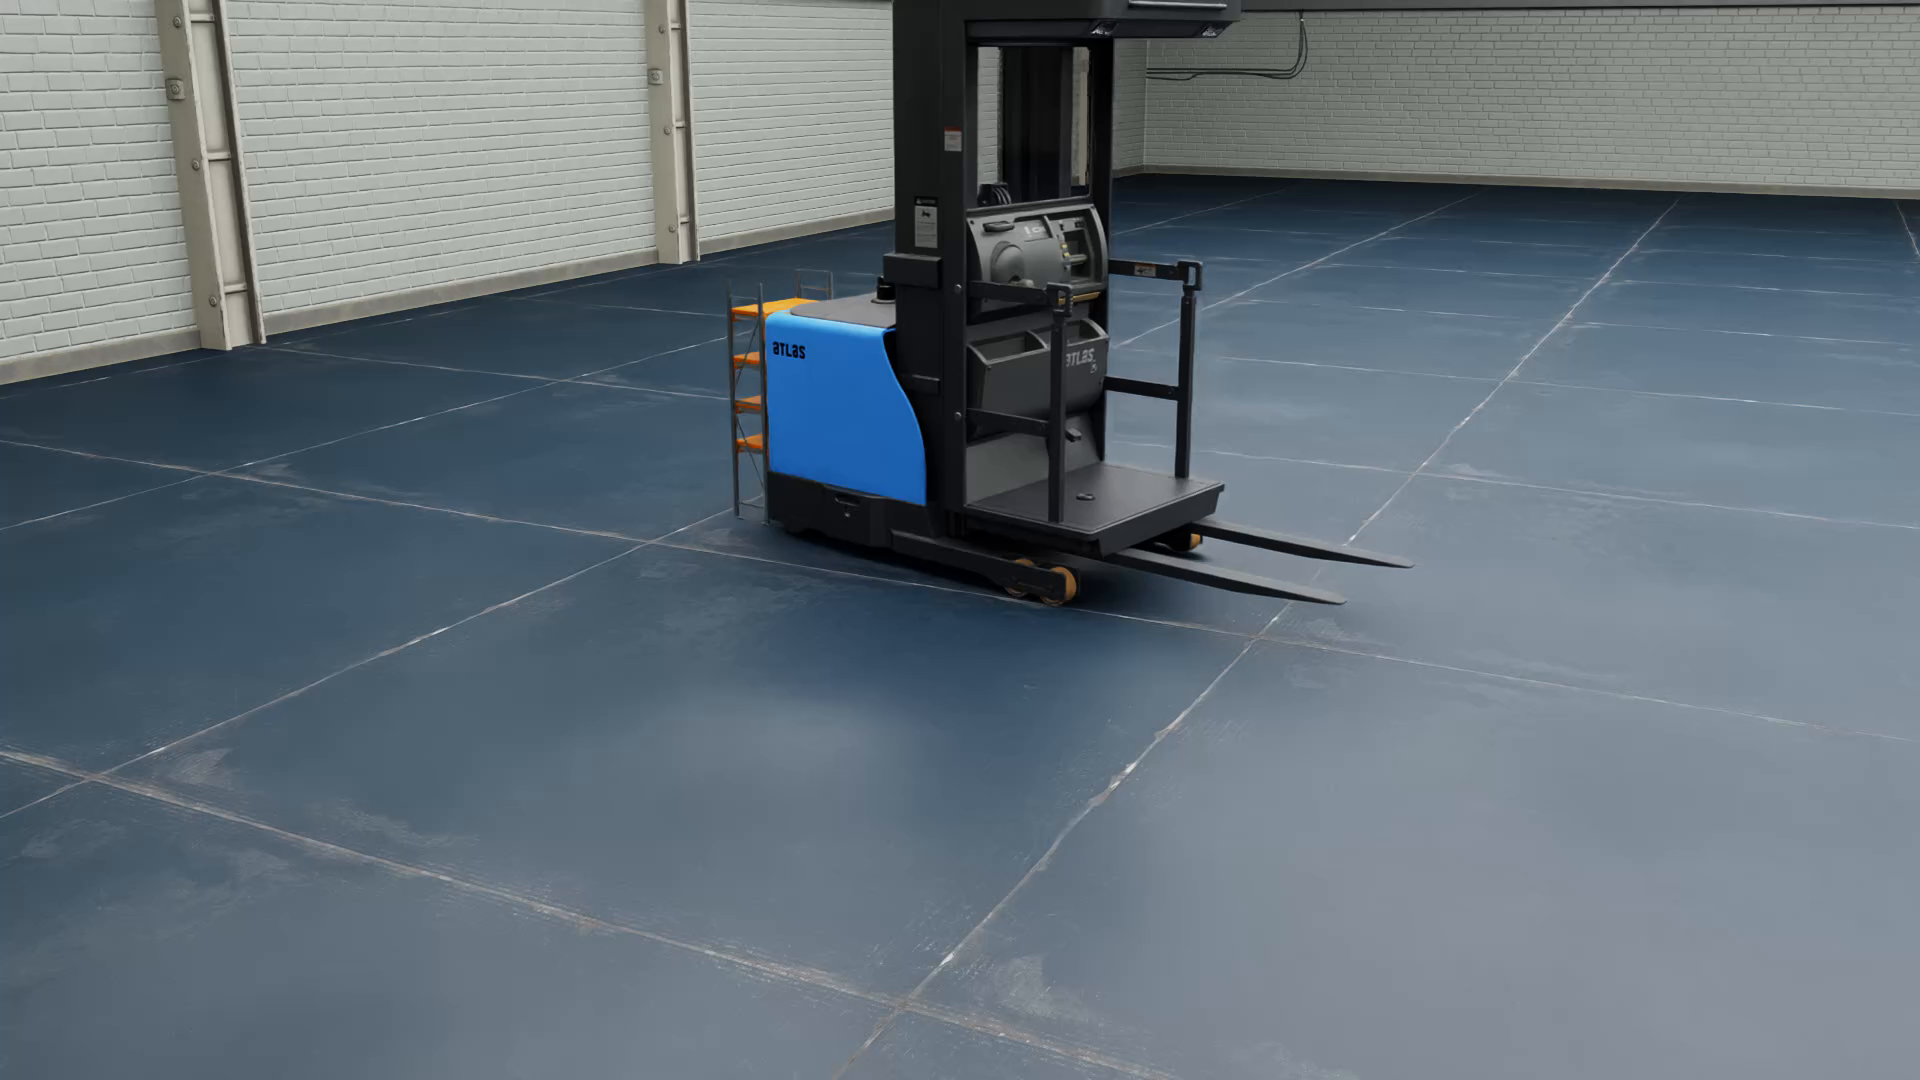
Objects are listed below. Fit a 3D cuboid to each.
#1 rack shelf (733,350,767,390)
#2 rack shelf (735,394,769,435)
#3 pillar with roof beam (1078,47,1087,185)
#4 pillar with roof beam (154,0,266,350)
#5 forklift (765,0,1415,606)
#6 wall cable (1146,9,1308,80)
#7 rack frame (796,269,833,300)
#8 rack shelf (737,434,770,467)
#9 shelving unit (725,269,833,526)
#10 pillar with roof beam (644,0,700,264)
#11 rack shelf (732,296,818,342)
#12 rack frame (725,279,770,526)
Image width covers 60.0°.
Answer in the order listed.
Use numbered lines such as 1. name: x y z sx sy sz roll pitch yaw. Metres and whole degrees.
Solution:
1. rack shelf: -0.887 -0.872 8.303 0.258 0.148 0.480 13 21 37
2. rack shelf: -0.887 -0.657 8.366 0.258 0.148 0.480 13 21 37
3. pillar with roof beam: 6.098 -9.906 25.573 9.100 9.000 0.400 8 18 25
4. pillar with roof beam: -1.945 -5.322 10.136 9.100 9.000 0.400 8 18 25
5. forklift: 0.514 -1.293 7.230 3.031 2.935 1.130 13 21 38
6. wall cable: 4.746 -9.548 29.819 3.097 2.526 0.112 8 18 25
7. rack frame: -0.733 -0.776 8.529 0.240 1.200 0.015 13 21 37
8. rack shelf: -0.887 -0.467 8.423 0.258 0.148 0.480 13 21 37
9. shelving unit: -0.887 -0.722 8.347 0.258 1.200 0.503 13 21 37
10. pillar with roof beam: 0.736 -6.850 15.282 9.100 9.000 0.400 8 18 25
11. rack shelf: -0.887 -1.099 8.235 0.258 0.148 0.480 13 21 37
12. rack frame: -1.041 -0.668 8.166 0.240 1.200 0.015 13 21 37
